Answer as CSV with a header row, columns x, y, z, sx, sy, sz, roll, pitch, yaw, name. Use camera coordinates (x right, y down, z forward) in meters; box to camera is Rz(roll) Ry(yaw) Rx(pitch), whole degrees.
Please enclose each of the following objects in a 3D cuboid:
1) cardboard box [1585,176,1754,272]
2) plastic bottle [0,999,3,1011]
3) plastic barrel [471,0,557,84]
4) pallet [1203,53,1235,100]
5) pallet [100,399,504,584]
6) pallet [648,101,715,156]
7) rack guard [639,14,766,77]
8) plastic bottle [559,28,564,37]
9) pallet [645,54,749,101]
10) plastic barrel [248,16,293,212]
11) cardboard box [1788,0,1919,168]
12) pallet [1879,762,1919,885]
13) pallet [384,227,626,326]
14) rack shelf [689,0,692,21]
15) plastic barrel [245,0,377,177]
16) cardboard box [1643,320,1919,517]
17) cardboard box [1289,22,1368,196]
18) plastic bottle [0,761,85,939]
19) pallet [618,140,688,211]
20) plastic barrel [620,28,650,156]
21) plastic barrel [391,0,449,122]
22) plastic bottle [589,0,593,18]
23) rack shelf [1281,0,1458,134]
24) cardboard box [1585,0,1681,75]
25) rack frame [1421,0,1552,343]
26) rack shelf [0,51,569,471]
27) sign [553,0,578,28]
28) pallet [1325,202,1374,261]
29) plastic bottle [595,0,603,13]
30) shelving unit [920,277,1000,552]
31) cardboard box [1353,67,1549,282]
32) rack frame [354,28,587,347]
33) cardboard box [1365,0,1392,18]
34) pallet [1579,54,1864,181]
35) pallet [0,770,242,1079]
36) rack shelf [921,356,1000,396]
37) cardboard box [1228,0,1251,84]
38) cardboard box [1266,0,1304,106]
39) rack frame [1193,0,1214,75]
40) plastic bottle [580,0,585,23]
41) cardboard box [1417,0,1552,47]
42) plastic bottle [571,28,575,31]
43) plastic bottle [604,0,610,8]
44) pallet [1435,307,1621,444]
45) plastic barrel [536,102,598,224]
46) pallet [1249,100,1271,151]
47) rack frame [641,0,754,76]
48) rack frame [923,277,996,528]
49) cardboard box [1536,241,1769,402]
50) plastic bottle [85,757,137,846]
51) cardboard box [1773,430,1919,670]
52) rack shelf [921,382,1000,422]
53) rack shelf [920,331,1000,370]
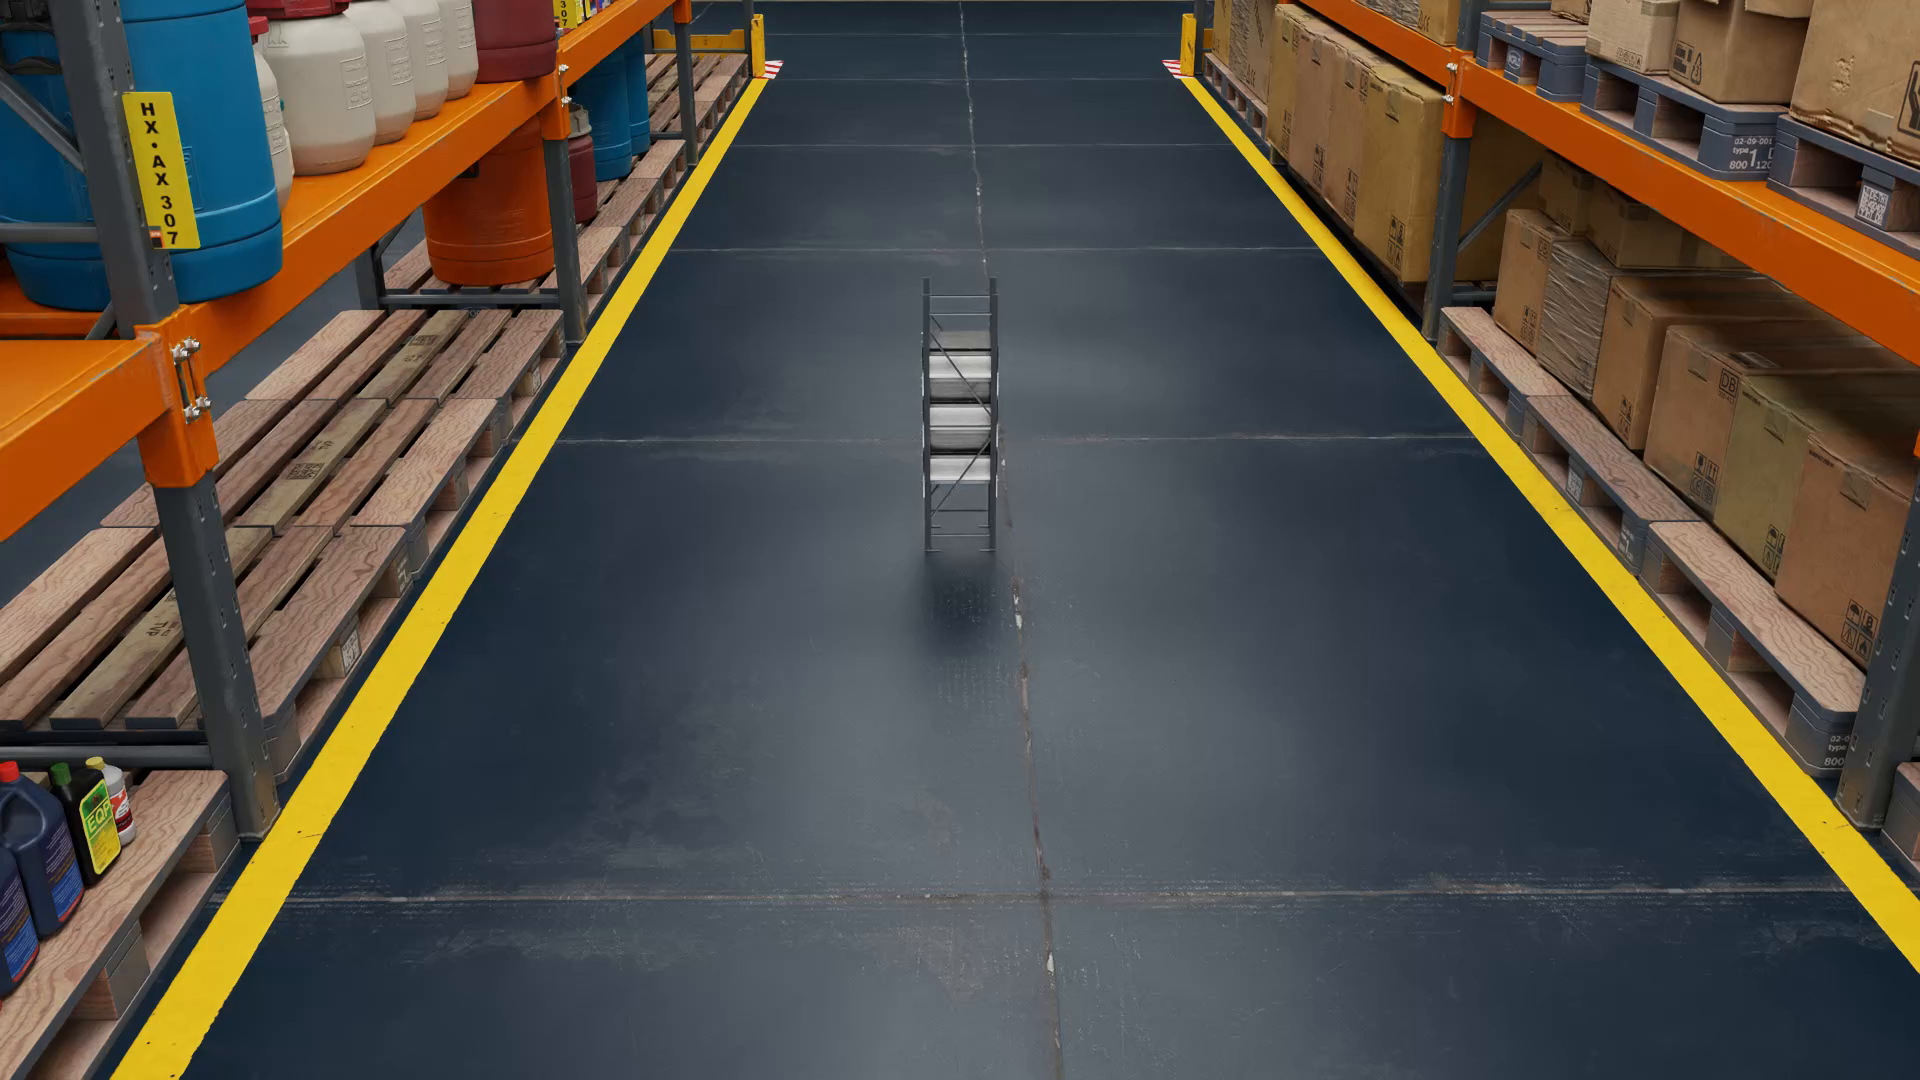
x,y,z,sx,sy,sz,roll,pitch,yaw,name
2.743,-1.225,6.408,0.500,0.250,0.500,2,24,5,cardboard box
-1.878,0.802,3.100,0.061,0.283,0.133,1,24,3,plastic bottle
-1.955,-2.166,6.734,0.600,0.536,0.708,0,24,-1,plastic barrel
2.690,-4.013,14.367,1.003,0.211,1.213,0,24,-1,pallet
-2.282,-0.202,5.941,1.003,0.211,1.213,0,24,-1,pallet
-2.353,-2.974,12.070,1.003,0.211,1.213,0,24,-1,pallet
-2.363,-4.461,15.007,1.175,0.500,0.348,0,24,-1,rack guard
-1.919,-2.471,7.815,0.097,0.201,0.097,0,24,0,plastic bottle
-2.380,-3.980,14.293,1.003,0.211,1.213,0,24,-1,pallet
-2.010,-1.103,4.383,0.433,0.535,0.433,0,24,0,plastic barrel
2.865,-1.461,4.102,1.000,1.000,1.000,0,24,0,cardboard box
2.776,0.879,3.550,1.003,0.211,1.213,0,24,-1,pallet
-2.313,-1.348,8.474,1.003,0.211,1.213,0,24,-1,pallet
-2.328,-4.438,12.797,1.077,0.370,4.000,0,24,-1,rack shelf
-2.018,-1.405,5.052,0.433,0.535,0.433,0,24,0,plastic barrel
2.756,-0.410,5.515,0.700,0.500,0.500,-2,24,-5,cardboard box
2.684,-2.556,9.830,1.225,0.875,0.875,-1,24,-2,cardboard box
-1.924,0.625,3.409,0.144,0.351,0.185,-1,24,-2,plastic bottle
-2.339,-2.353,10.697,1.003,0.211,1.213,0,24,-1,pallet
-2.317,-2.953,10.676,0.600,0.901,0.708,0,24,-1,plastic barrel
-2.033,-1.748,5.840,0.421,0.512,0.421,0,24,0,plastic barrel
-1.927,-2.804,8.465,0.097,0.271,0.097,0,24,0,plastic bottle
2.668,-2.812,9.201,1.077,0.370,4.000,0,24,-1,rack shelf
2.478,-1.747,5.646,0.500,0.250,0.500,-1,24,-2,cardboard box
2.690,-2.316,7.231,1.000,3.000,0.127,0,24,-1,rack frame
-2.241,-1.142,5.508,1.077,0.370,4.000,0,24,-1,rack shelf
-1.712,-2.374,7.160,0.100,0.325,0.005,0,24,-1,sign
2.747,-1.872,9.633,1.003,0.211,1.213,0,24,-1,pallet
-1.911,-2.897,8.657,0.061,0.283,0.133,0,24,-1,plastic bottle
0.000,-0.413,5.572,0.258,0.900,0.210,0,24,-1,shelving unit
2.703,-1.824,8.211,1.225,0.875,0.875,-1,24,-3,cardboard box
-2.263,-2.294,7.182,1.000,3.000,0.127,0,24,-1,rack frame
2.429,-2.983,8.585,0.500,0.500,0.500,-1,24,-2,cardboard box
2.753,-1.413,5.467,1.003,0.211,1.213,0,24,-1,pallet
-2.253,0.902,3.500,1.003,0.211,1.213,0,24,-1,pallet
0.000,-0.547,5.512,0.258,0.077,0.200,0,24,-1,rack shelf
2.700,-4.198,13.460,0.875,0.875,0.875,0,24,-1,cardboard box
2.719,-3.460,11.829,0.875,0.875,0.875,0,24,-1,cardboard box
2.603,-5.613,14.520,1.000,3.000,0.127,0,24,-1,rack frame
-1.924,-2.677,8.269,0.097,0.201,0.097,0,24,0,plastic bottle
2.437,-2.564,7.658,0.500,0.500,0.500,0,24,1,cardboard box
-1.949,-2.608,8.026,0.152,0.276,0.135,0,24,-1,plastic bottle
-1.959,-2.989,8.868,0.152,0.276,0.135,0,24,-1,plastic bottle
2.697,-0.724,7.094,1.003,0.211,1.213,0,24,-1,pallet
-2.297,-2.053,9.067,0.600,0.588,0.708,0,24,-1,plastic barrel
2.716,-3.008,12.144,1.003,0.211,1.213,0,24,-1,pallet
-2.350,-5.590,14.471,1.000,3.000,0.127,0,24,-1,rack frame
-0.001,-0.455,5.665,0.240,0.900,0.006,0,24,-1,rack frame
2.736,-0.873,6.540,0.700,0.500,0.500,-2,24,-5,cardboard box
-1.903,0.577,3.696,0.097,0.201,0.097,0,24,0,plastic bottle
2.749,0.018,4.571,0.700,0.500,0.500,-2,24,-5,cardboard box
0.000,-0.465,5.549,0.258,0.077,0.200,0,24,-1,rack shelf
0.000,-0.629,5.474,0.258,0.077,0.200,0,24,-1,rack shelf
